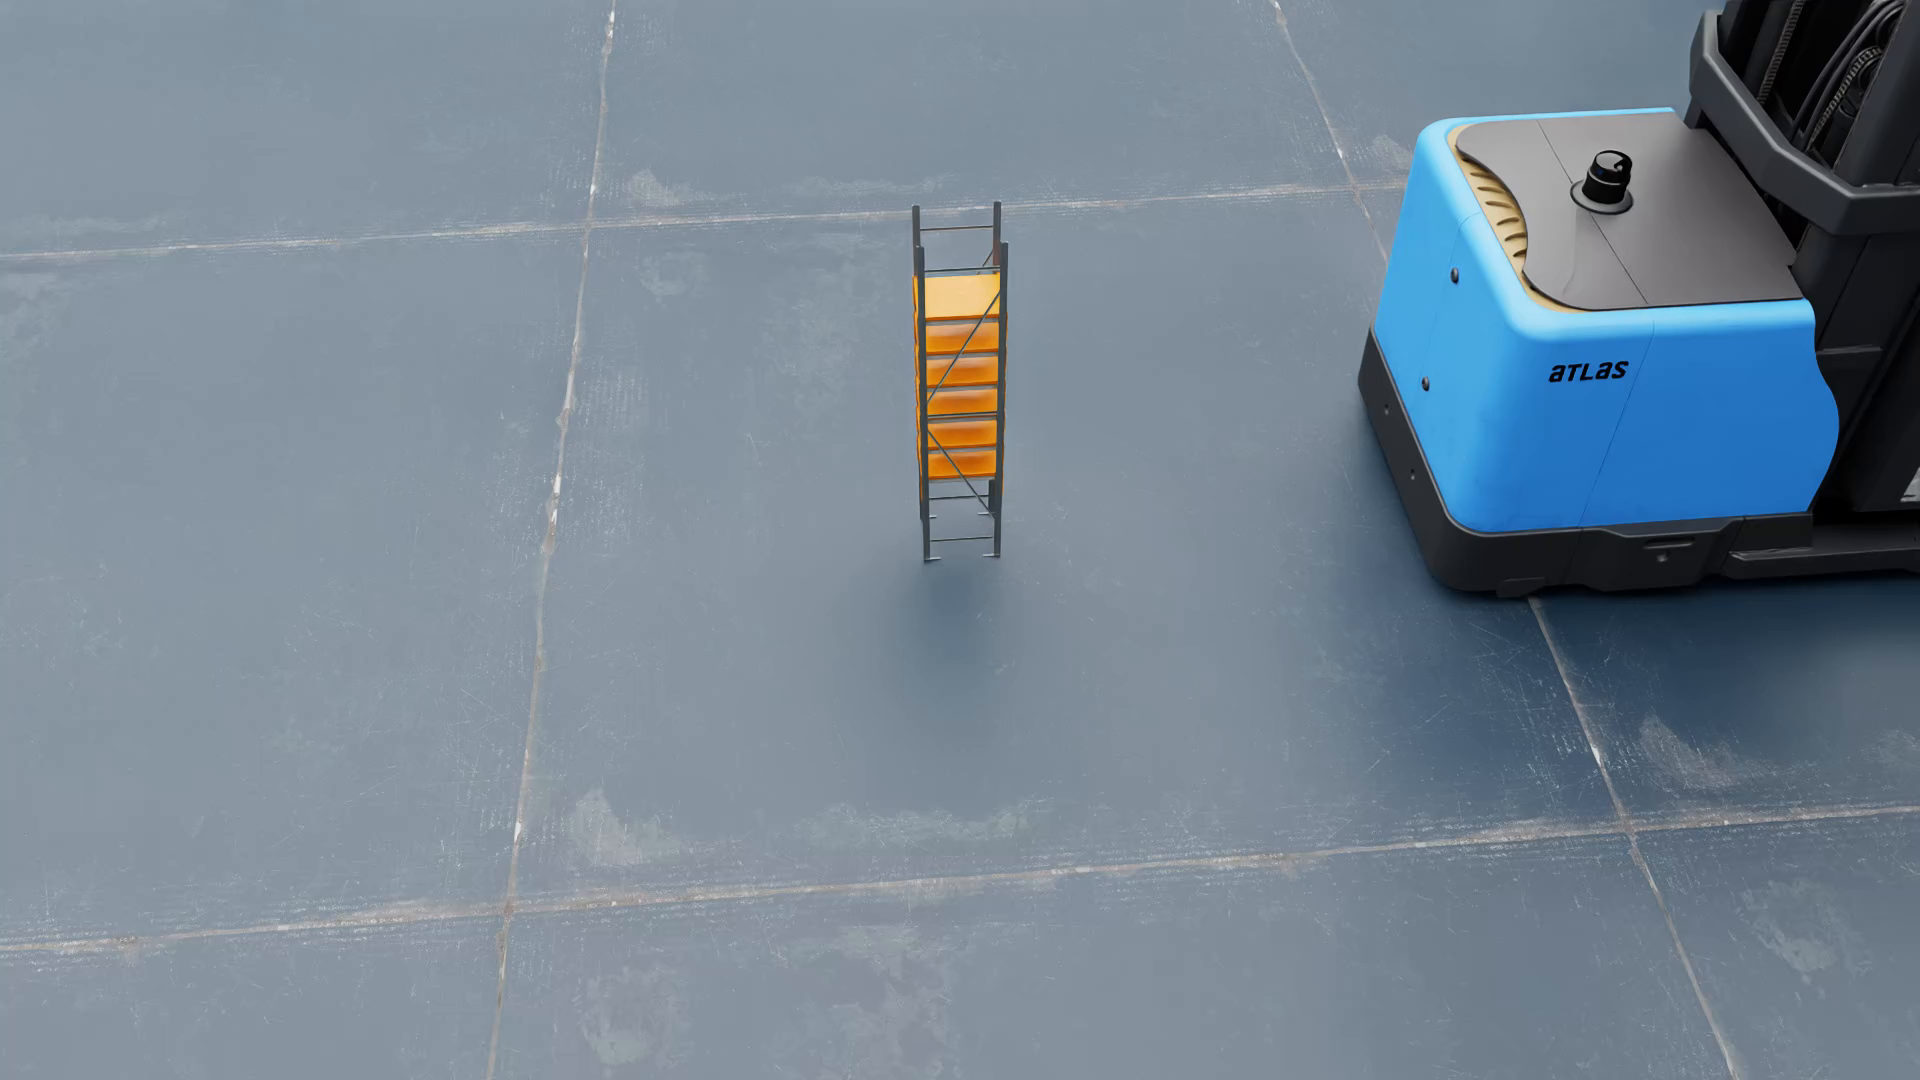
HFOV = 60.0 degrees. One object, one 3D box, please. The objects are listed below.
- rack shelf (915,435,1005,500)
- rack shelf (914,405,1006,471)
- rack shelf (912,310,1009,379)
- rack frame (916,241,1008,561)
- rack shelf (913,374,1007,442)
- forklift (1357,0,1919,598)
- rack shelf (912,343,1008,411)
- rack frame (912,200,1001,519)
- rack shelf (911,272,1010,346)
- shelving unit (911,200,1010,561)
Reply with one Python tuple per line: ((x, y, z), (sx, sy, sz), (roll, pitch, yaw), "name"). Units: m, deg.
((-0.001, -0.227, 5.031), (0.258, 0.103, 0.180), (-3, 47, -3), "rack shelf")
((-0.001, -0.310, 4.944), (0.258, 0.103, 0.180), (-3, 47, -3), "rack shelf")
((-0.001, -0.558, 4.682), (0.258, 0.103, 0.180), (-3, 47, -3), "rack shelf")
((0.006, -0.357, 4.762), (0.240, 1.200, 0.006), (-3, 47, -3), "rack frame")
((-0.001, -0.392, 4.857), (0.258, 0.103, 0.180), (-3, 47, -3), "rack shelf")
((2.899, -1.277, 4.441), (3.031, 2.935, 1.130), (-4, 47, -4), "forklift")
((-0.001, -0.475, 4.769), (0.258, 0.103, 0.180), (-3, 47, -3), "rack shelf")
((-0.009, -0.489, 4.887), (0.240, 1.200, 0.006), (-3, 47, -3), "rack frame")
((-0.001, -0.640, 4.595), (0.258, 0.103, 0.180), (-3, 47, -3), "rack shelf")
((-0.001, -0.423, 4.824), (0.258, 1.200, 0.189), (-3, 47, -3), "shelving unit")
